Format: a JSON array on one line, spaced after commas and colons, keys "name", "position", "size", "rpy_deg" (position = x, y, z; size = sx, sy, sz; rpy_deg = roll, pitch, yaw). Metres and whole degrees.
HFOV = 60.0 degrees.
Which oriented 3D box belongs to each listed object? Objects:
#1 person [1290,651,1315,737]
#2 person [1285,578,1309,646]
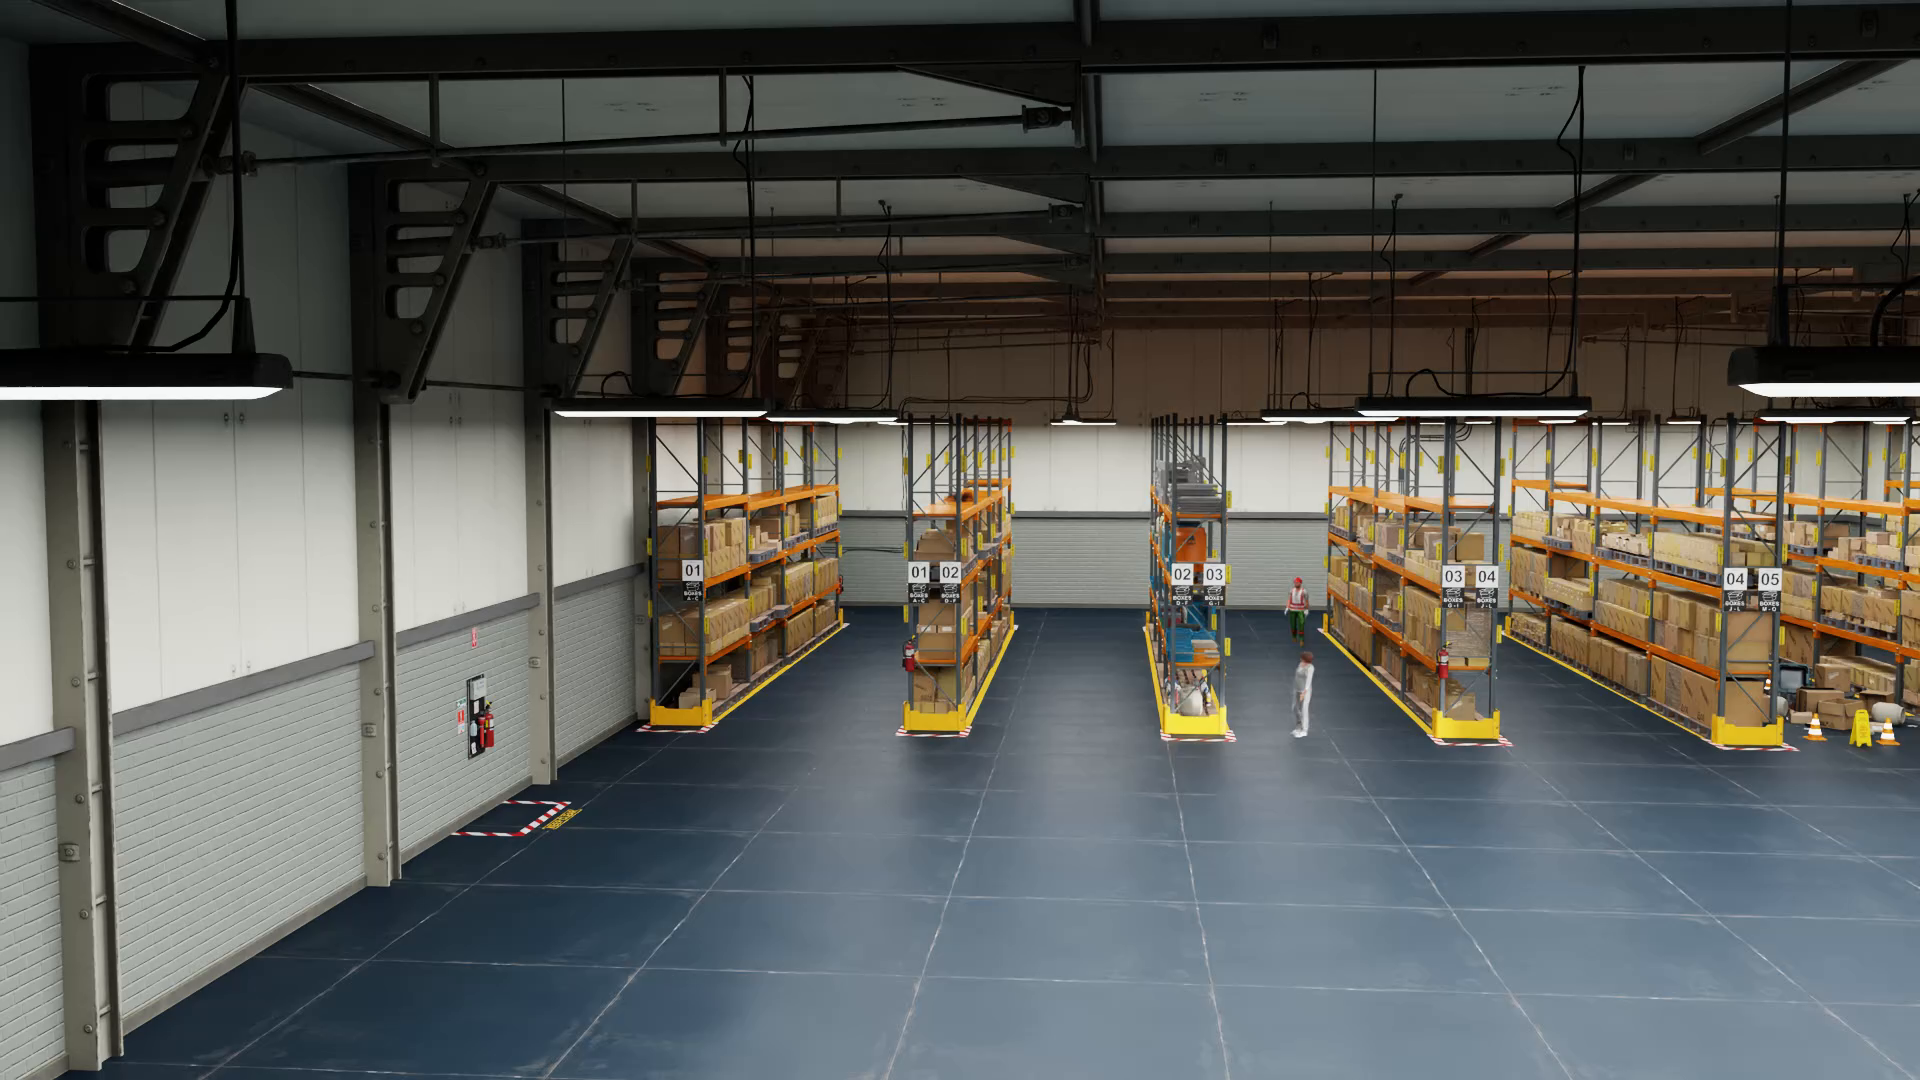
[{"name": "person", "position": [6.315, 2.859, 30.889], "size": [0.371, 1.624, 0.513], "rpy_deg": [-2, 4, -31]}, {"name": "person", "position": [8.905, 1.872, 43.932], "size": [0.631, 1.752, 0.947], "rpy_deg": [1, 4, 8]}]
